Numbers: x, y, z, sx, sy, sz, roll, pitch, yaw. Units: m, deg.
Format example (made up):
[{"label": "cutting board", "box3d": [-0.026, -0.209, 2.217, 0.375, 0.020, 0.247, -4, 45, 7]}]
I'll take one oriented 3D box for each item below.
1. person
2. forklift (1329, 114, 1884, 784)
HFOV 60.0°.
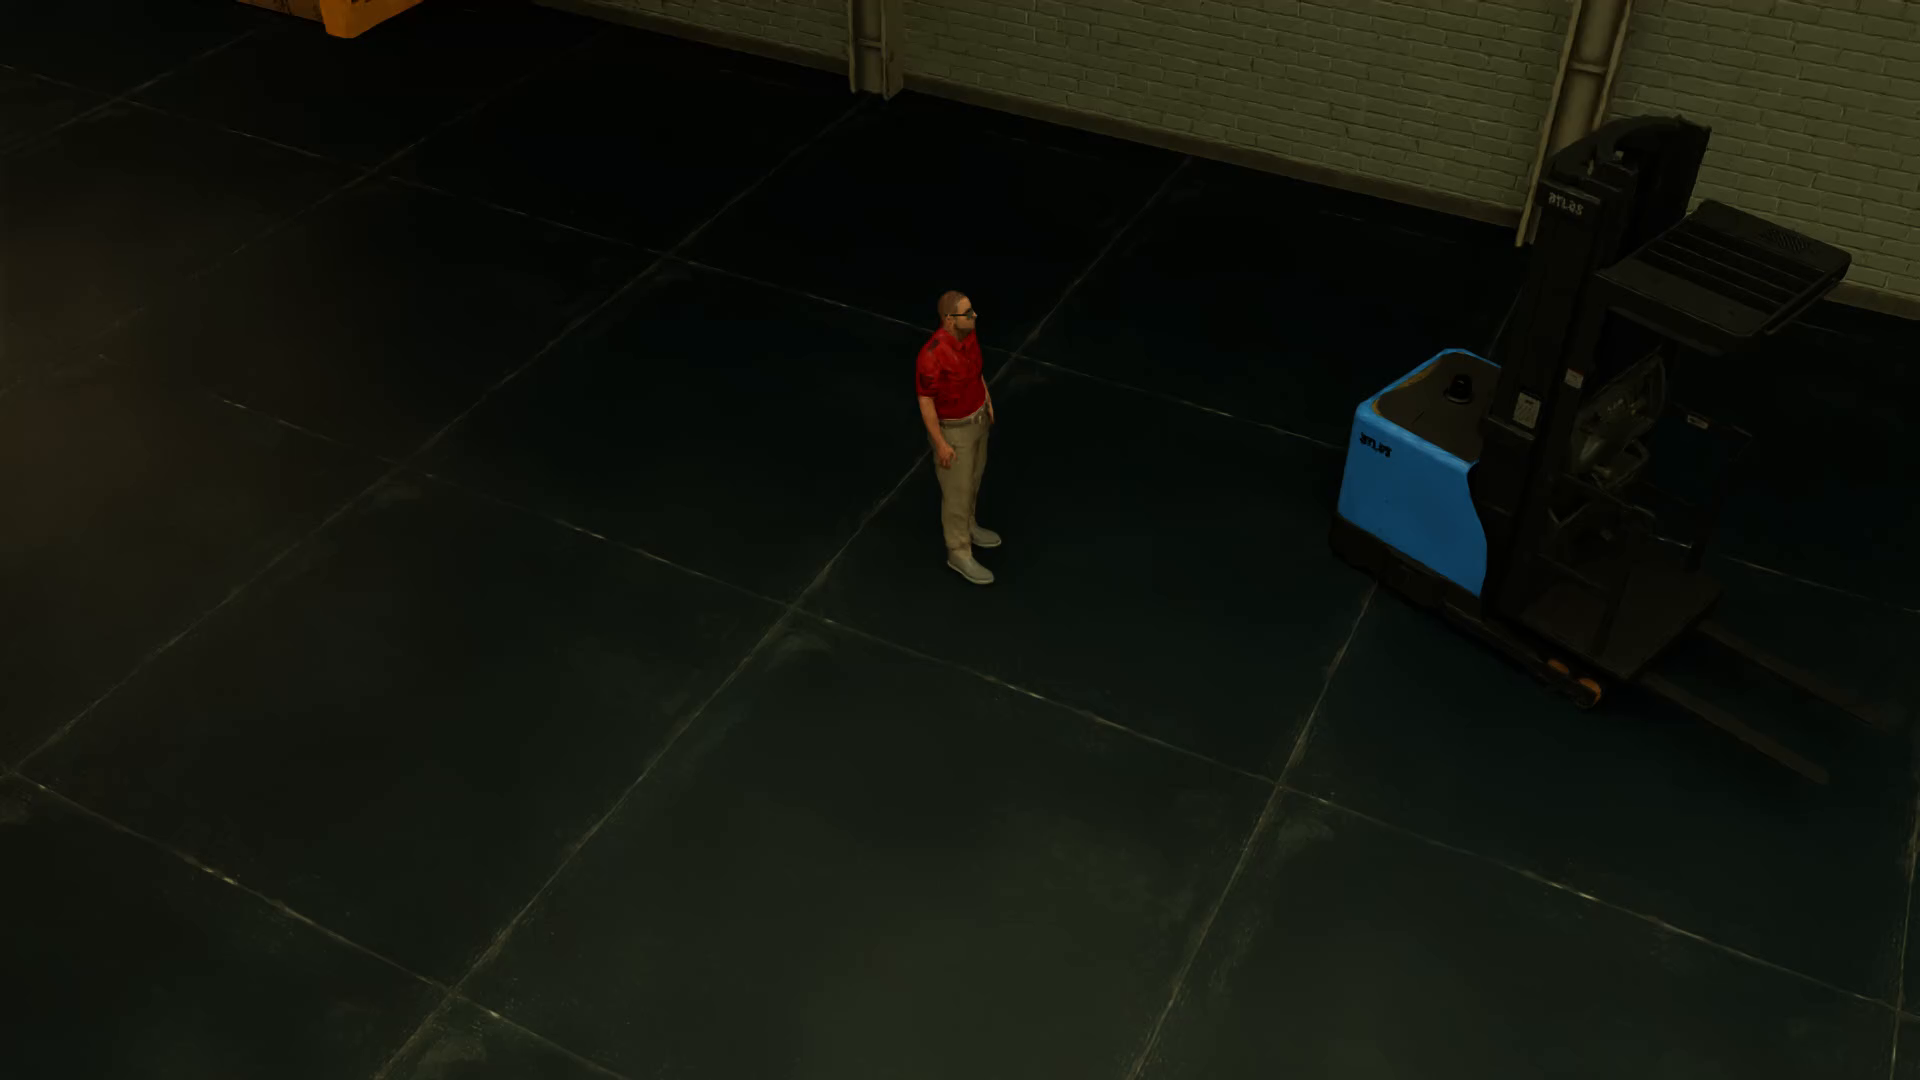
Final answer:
[{"label": "person", "box3d": [0.074, -0.633, 9.660, 0.550, 1.727, 0.640, 18, 43, 21]}, {"label": "forklift", "box3d": [3.616, -0.574, 8.668, 1.130, 2.935, 3.031, -31, 49, -31]}]
